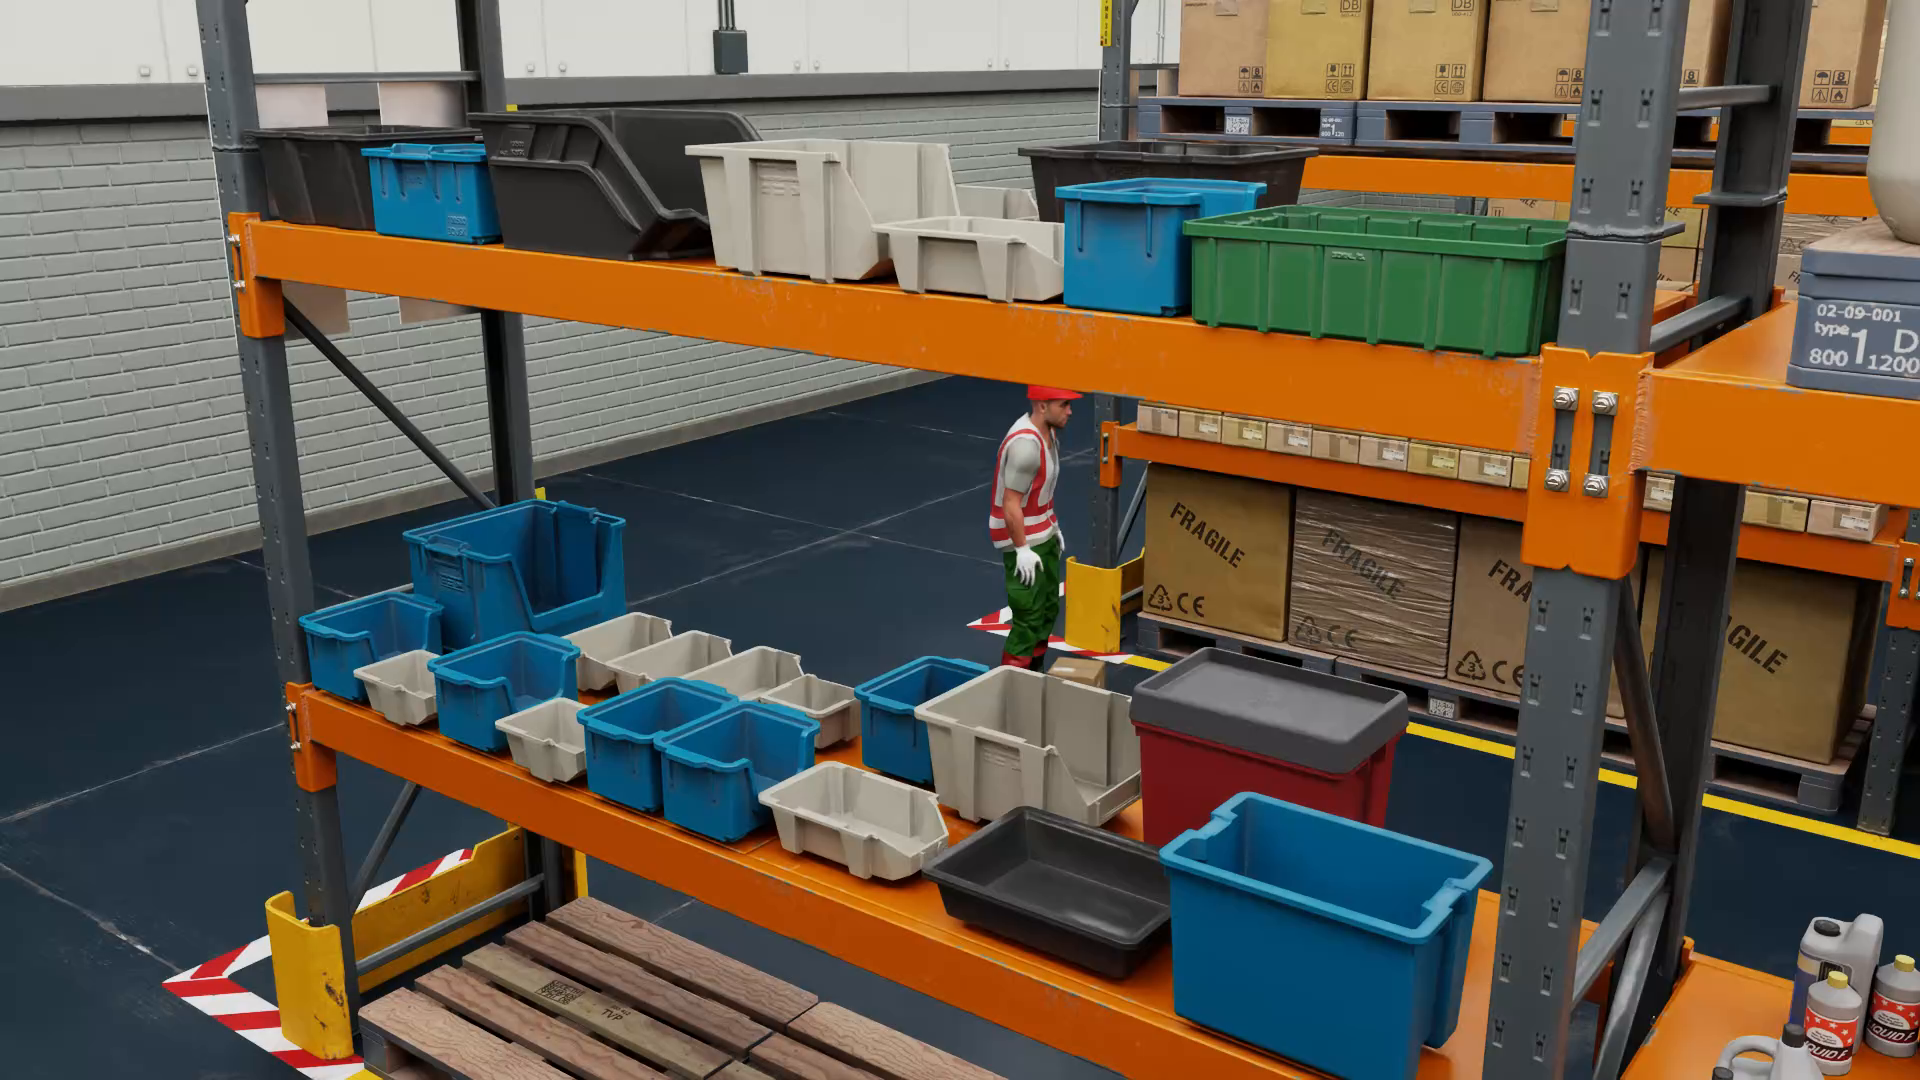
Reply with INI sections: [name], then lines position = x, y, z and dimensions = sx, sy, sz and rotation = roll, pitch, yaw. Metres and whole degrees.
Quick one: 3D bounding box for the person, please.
[person]
position = 0.384, 0.019, 8.446
dimensions = 0.447, 1.778, 0.592
rotation = 6, 17, 19
